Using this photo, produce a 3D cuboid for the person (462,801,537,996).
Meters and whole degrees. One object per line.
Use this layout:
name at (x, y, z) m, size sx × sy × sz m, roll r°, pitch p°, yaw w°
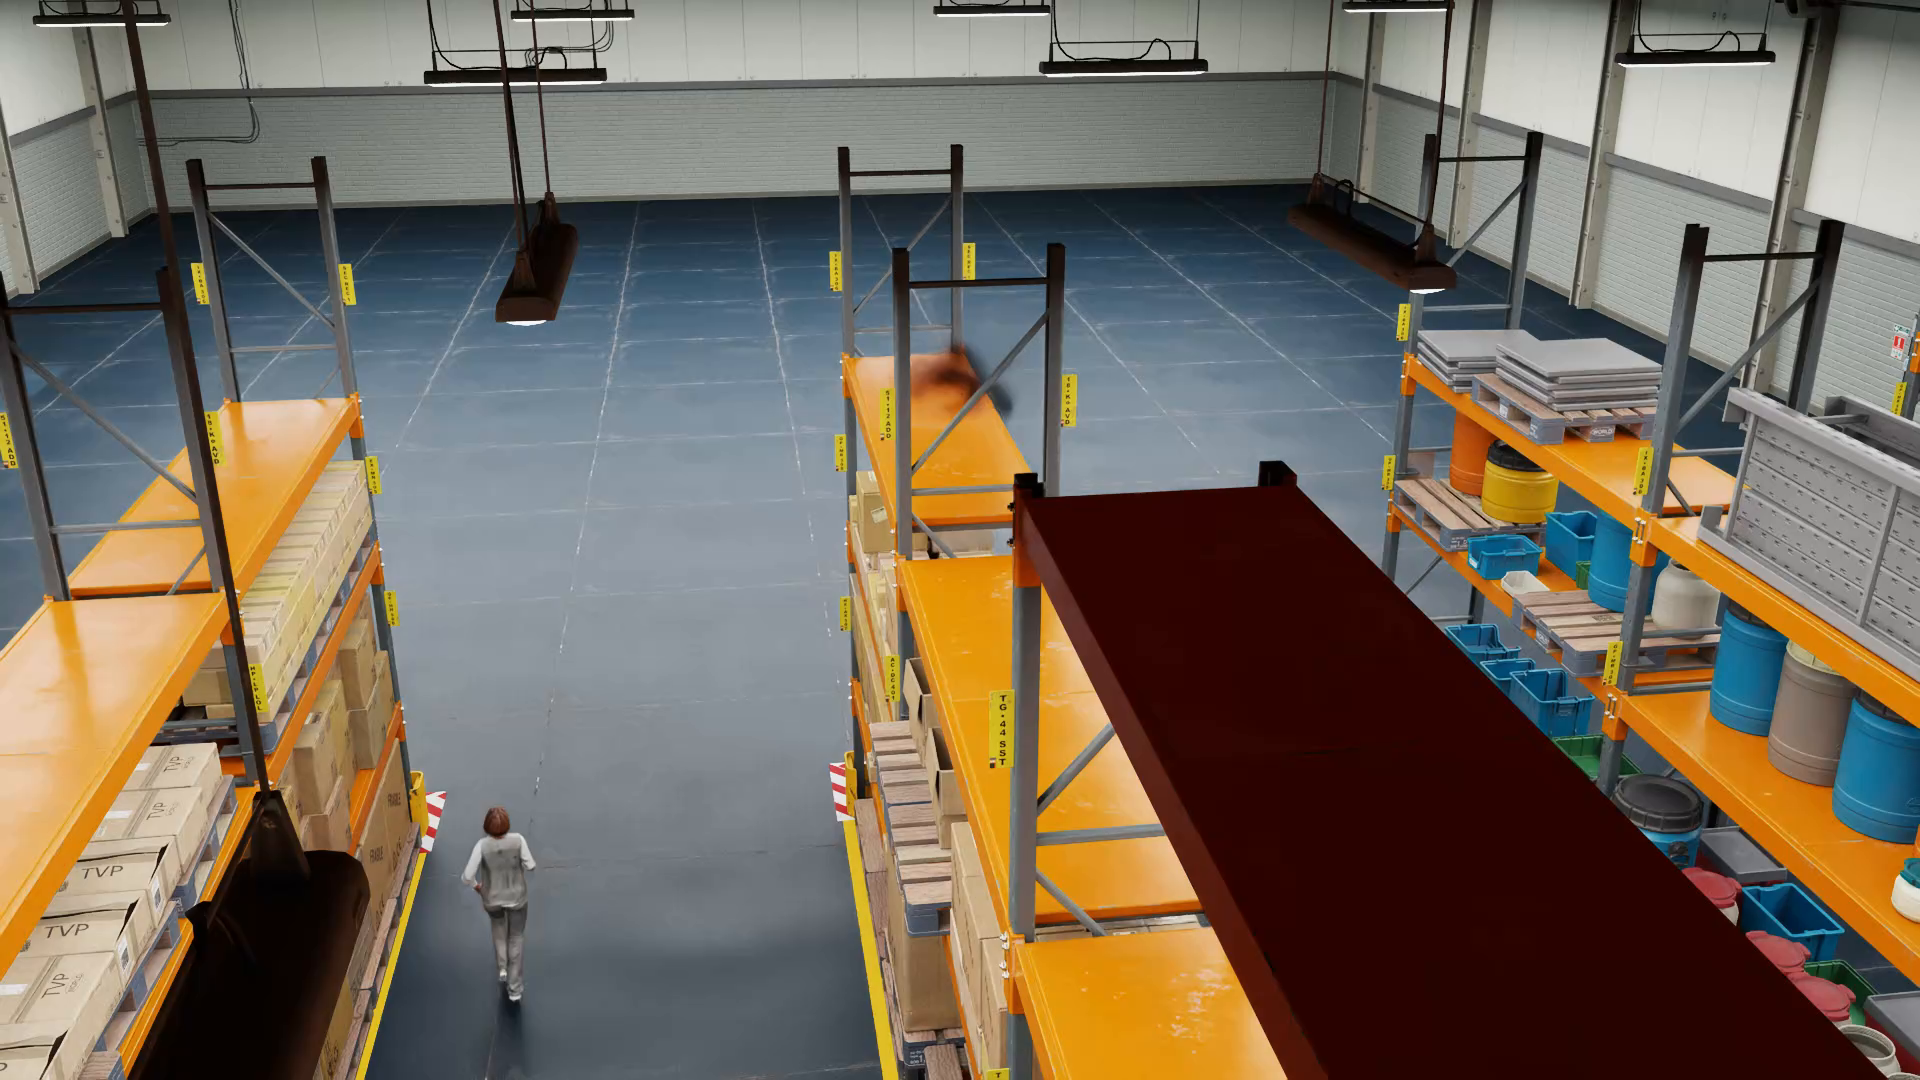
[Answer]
person at (-3.461, 2.700, 12.651) m, size 0.518 × 1.629 × 0.665 m, roll -4°, pitch 22°, yaw -9°
